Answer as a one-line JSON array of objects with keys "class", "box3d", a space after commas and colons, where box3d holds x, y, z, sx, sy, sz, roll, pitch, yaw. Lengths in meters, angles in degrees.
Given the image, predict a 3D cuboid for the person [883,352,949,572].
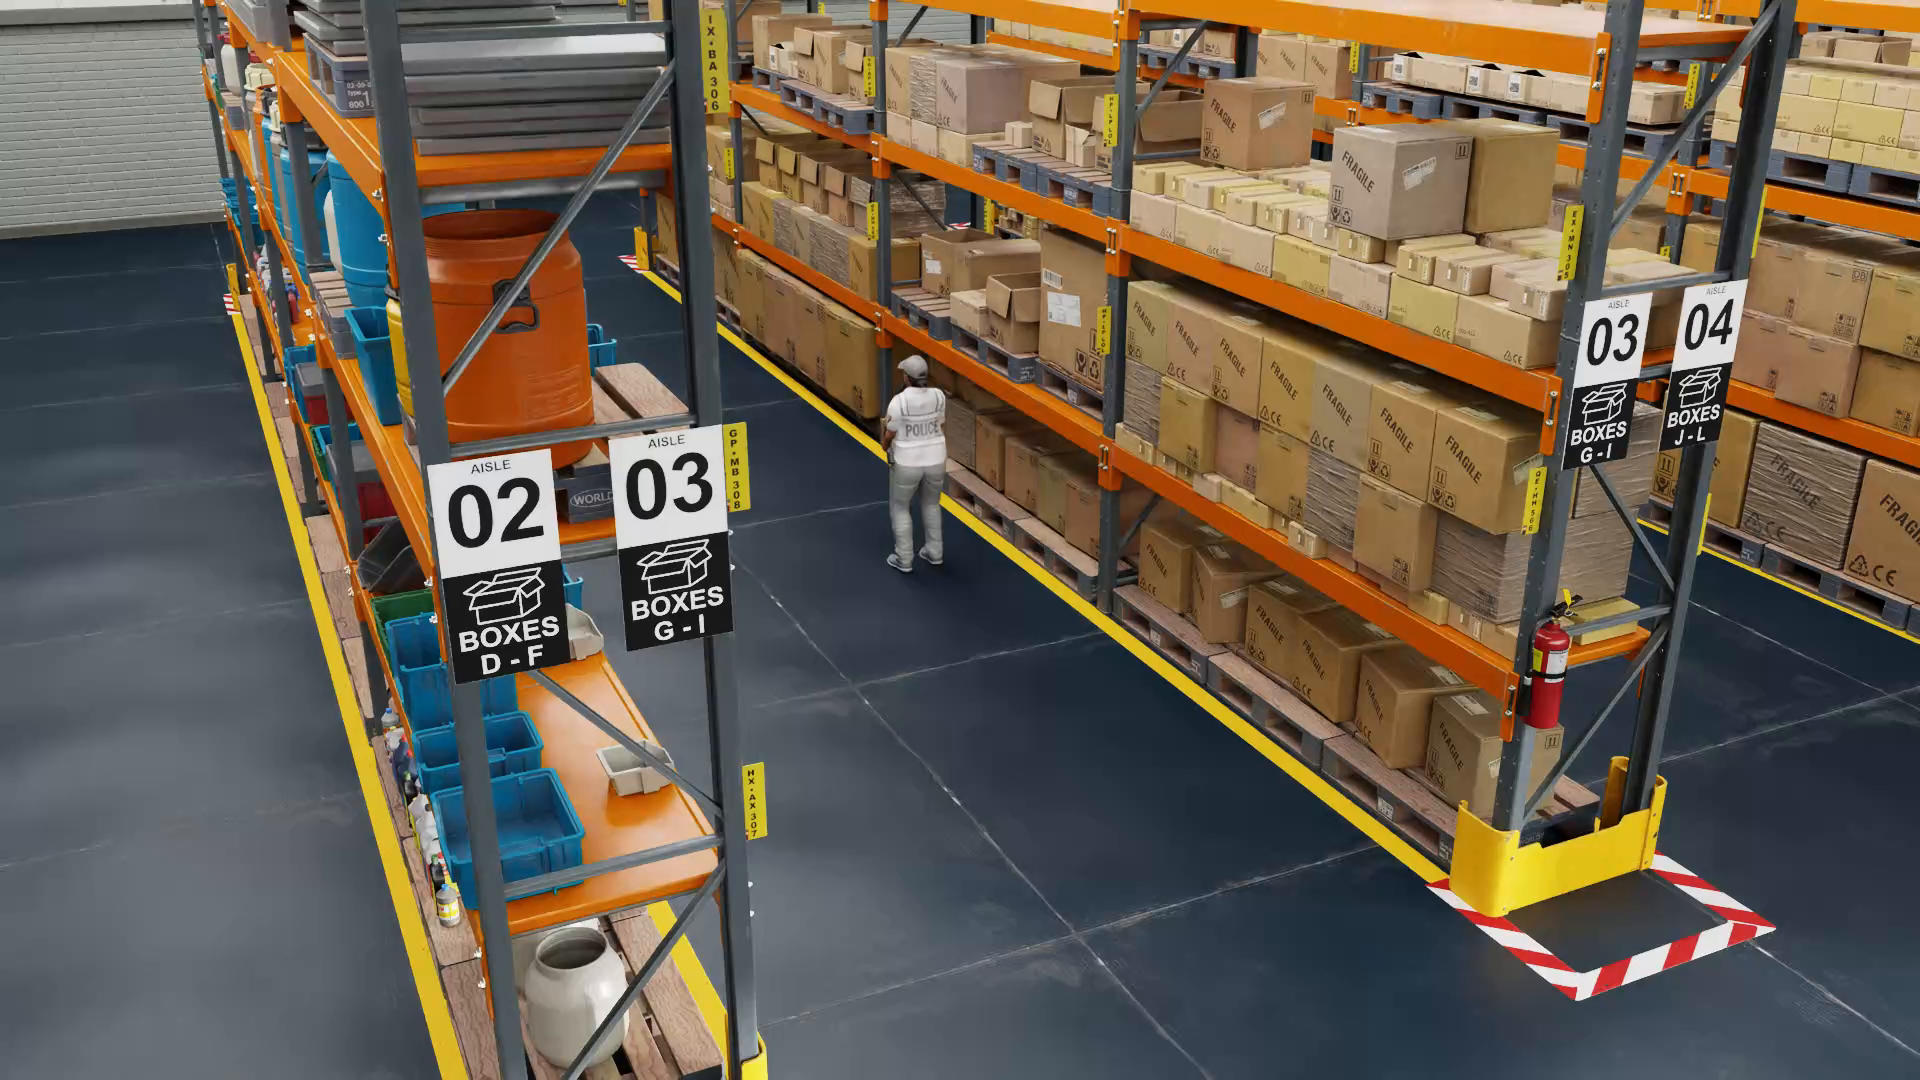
[{"class": "person", "box3d": [-0.328, -0.582, 12.409, 0.536, 1.667, 0.459, -11, 25, -25]}]
